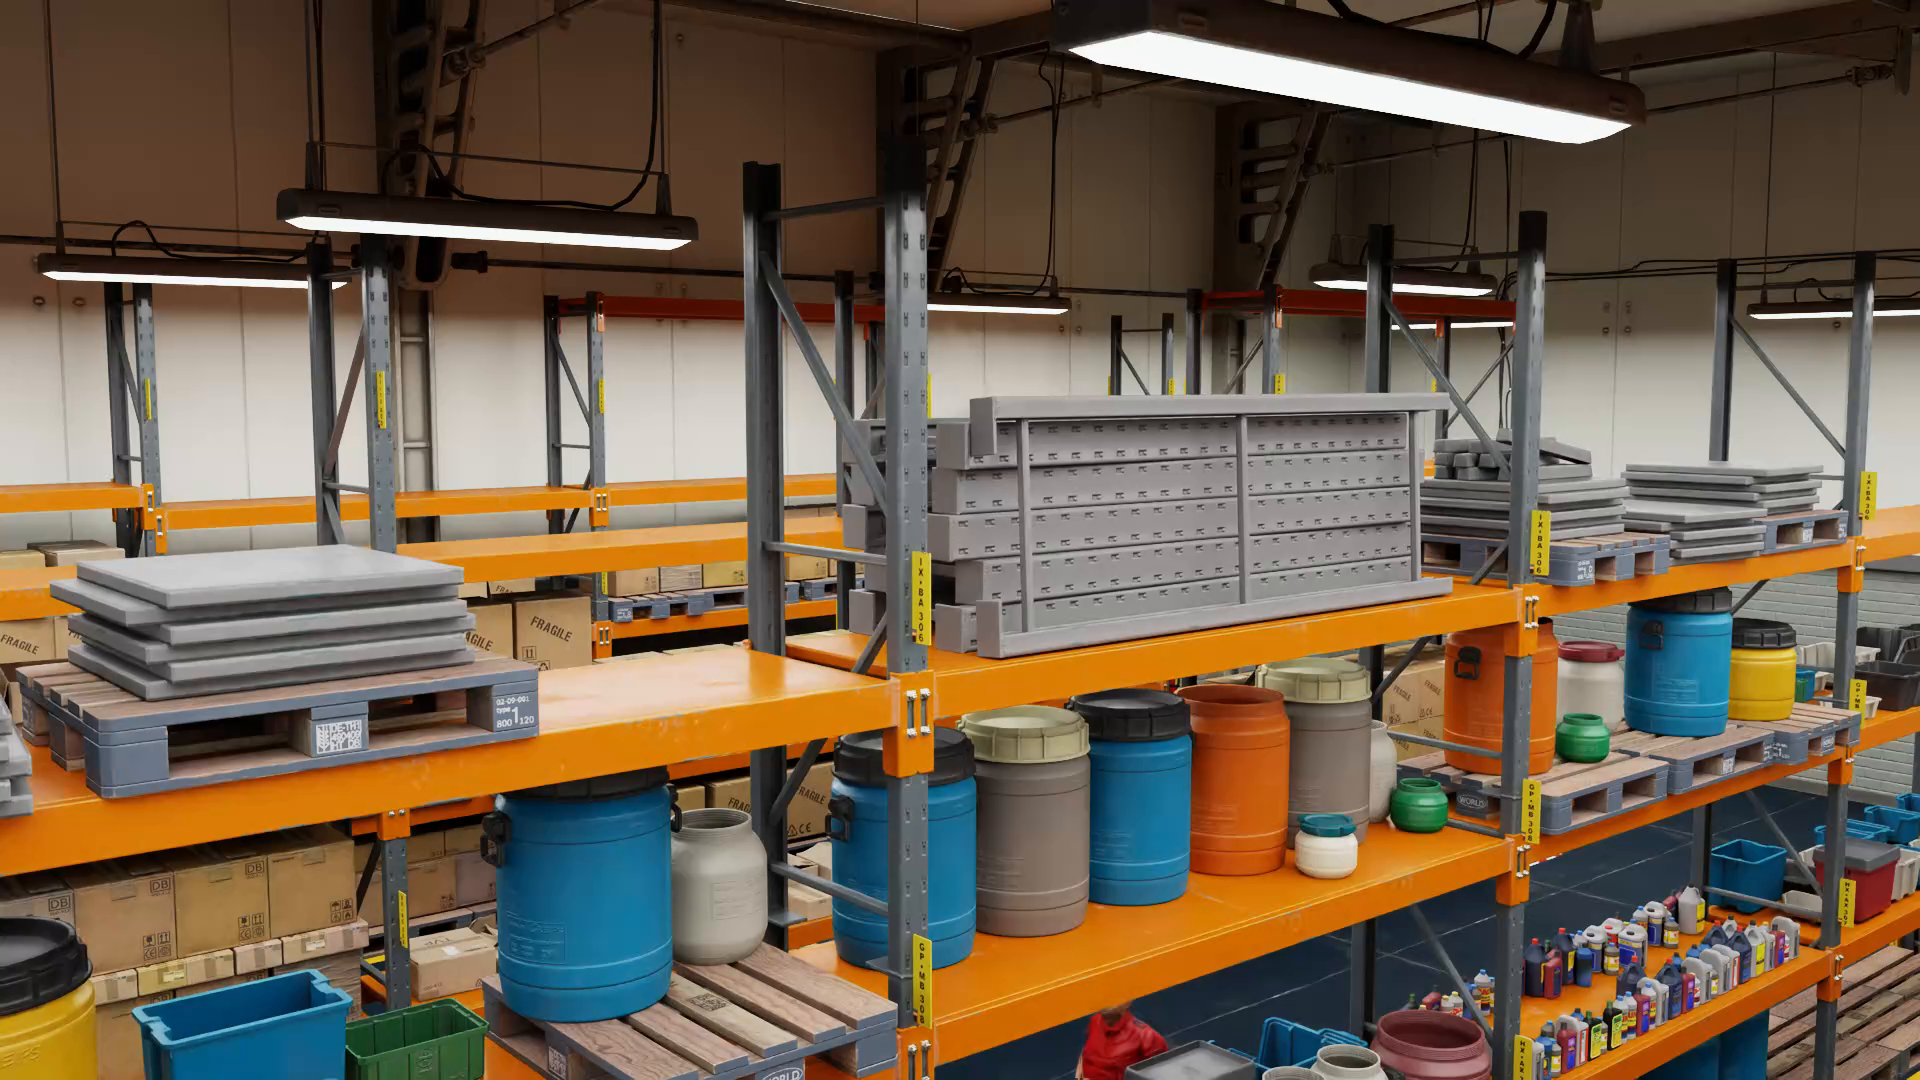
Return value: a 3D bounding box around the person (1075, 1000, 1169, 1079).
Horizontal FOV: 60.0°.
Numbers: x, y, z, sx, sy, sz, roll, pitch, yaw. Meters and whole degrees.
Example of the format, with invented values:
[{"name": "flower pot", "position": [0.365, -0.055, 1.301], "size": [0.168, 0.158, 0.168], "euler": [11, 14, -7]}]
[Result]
[{"name": "person", "position": [0.955, 3.400, 9.830], "size": [0.659, 1.689, 0.692], "euler": [-5, 8, -44]}]
